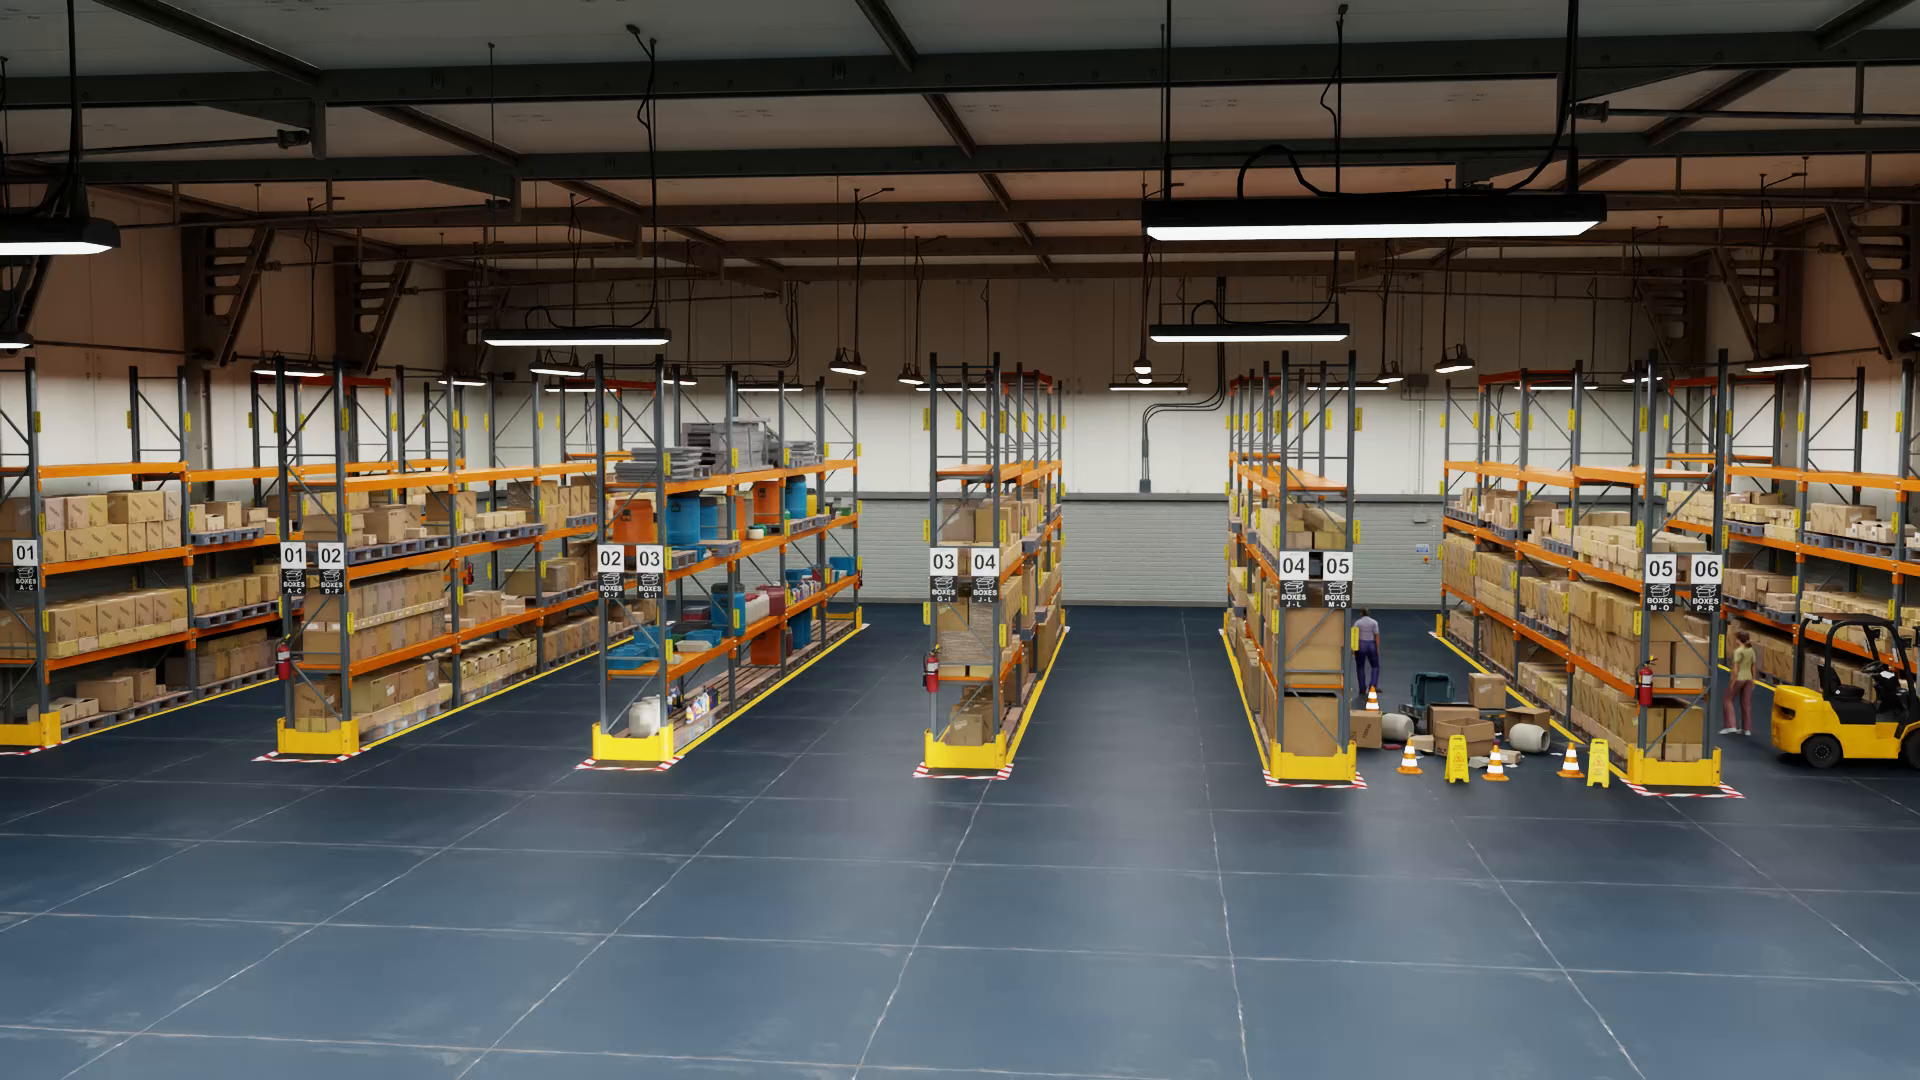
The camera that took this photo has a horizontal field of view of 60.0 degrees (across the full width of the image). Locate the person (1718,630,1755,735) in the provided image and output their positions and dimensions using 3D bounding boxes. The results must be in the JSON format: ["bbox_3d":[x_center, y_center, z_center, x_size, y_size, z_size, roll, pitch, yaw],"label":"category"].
[{"bbox_3d":[12.509,2.298,26.640,0.533,1.703,0.403,-1,4,-20],"label":"person"}]

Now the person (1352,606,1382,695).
[{"bbox_3d":[7.468,2.030,30.526,0.535,1.645,0.506,0,4,4],"label":"person"}]

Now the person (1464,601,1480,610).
[{"bbox_3d":[12.825,1.205,41.351,0.964,1.742,0.524,0,4,0],"label":"person"}]
